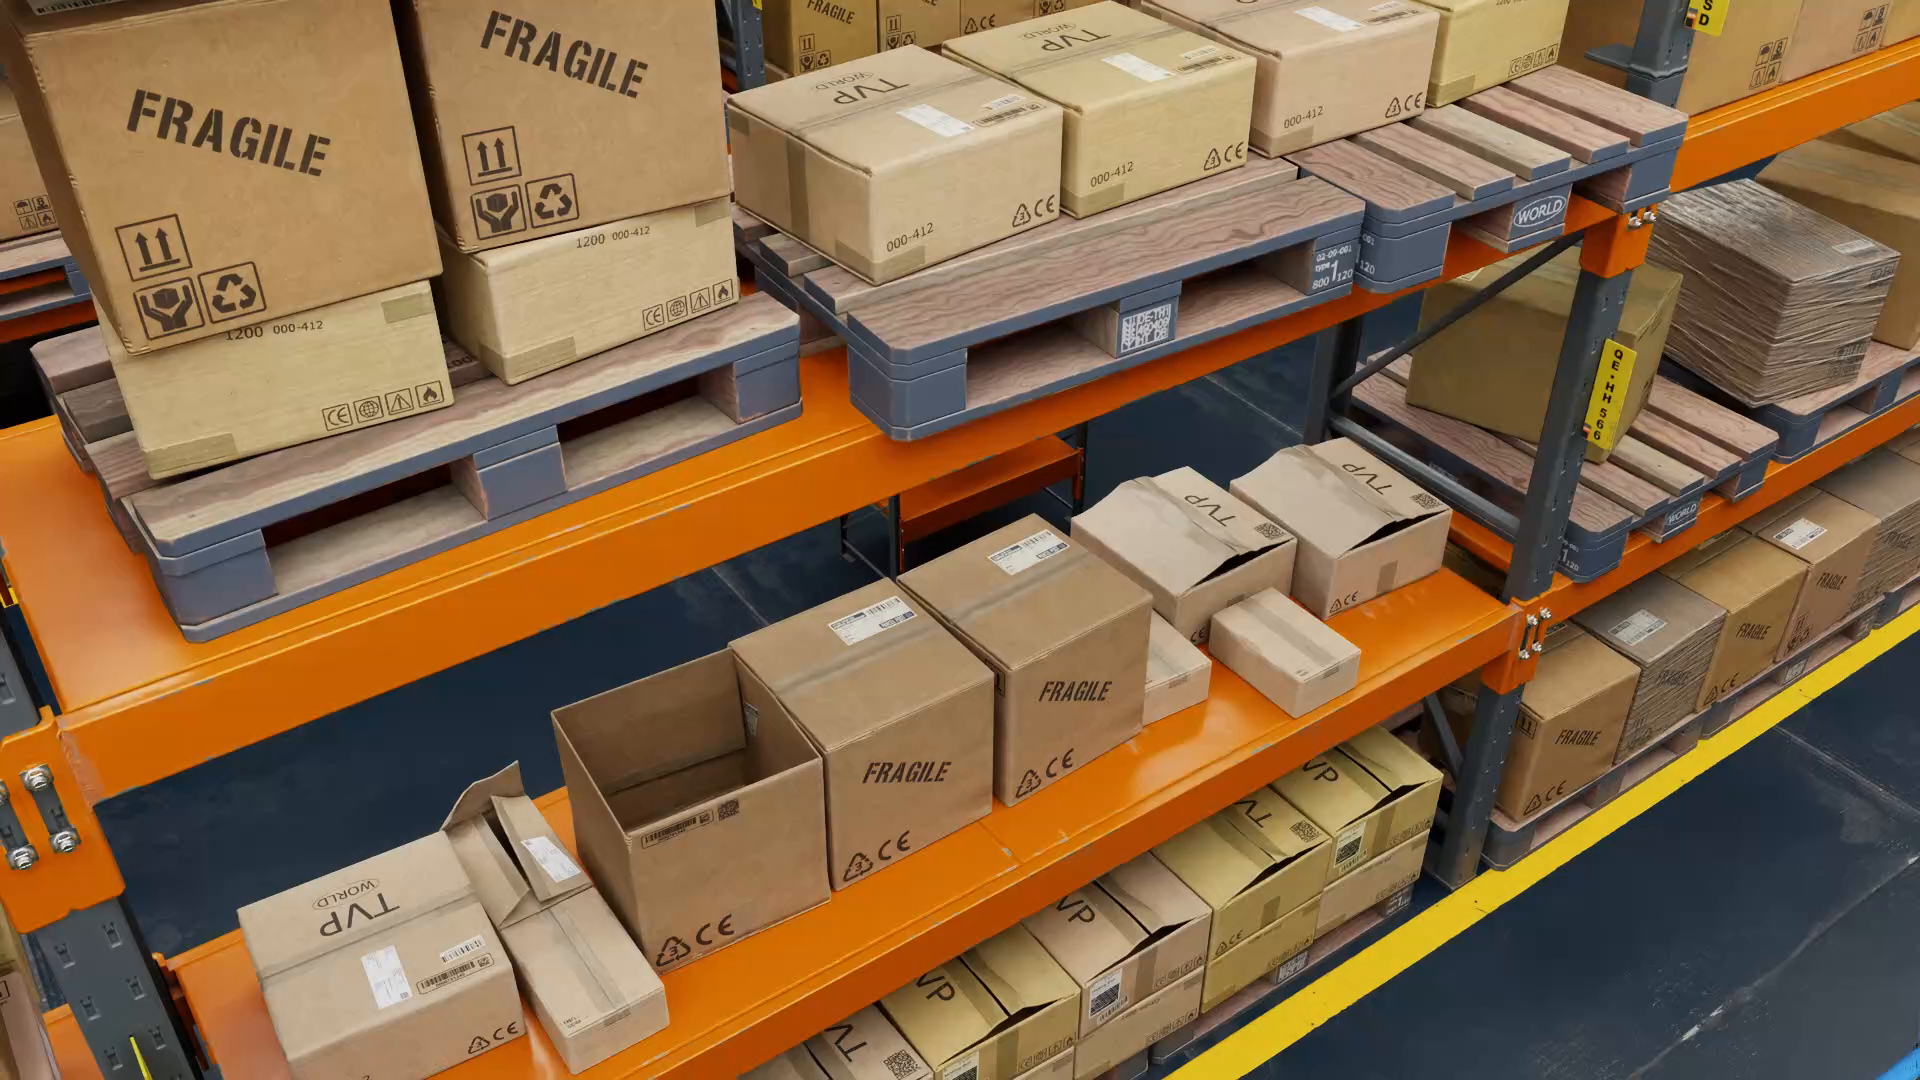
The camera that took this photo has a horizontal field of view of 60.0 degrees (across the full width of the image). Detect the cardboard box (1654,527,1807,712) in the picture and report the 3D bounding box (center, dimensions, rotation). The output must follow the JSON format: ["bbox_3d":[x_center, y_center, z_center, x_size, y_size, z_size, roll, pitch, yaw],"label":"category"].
[{"bbox_3d":[2.909,0.267,6.573,0.500,0.500,0.500,-23,42,-28],"label":"cardboard box"}]

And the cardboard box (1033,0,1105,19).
[{"bbox_3d":[0.484,-3.298,9.409,0.500,0.500,0.500,-21,41,-27],"label":"cardboard box"}]

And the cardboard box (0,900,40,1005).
[{"bbox_3d":[-2.066,0.832,3.383,0.250,0.149,0.380,-22,41,-28],"label":"cardboard box"}]

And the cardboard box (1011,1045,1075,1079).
[{"bbox_3d":[-0.005,1.549,5.022,0.500,0.250,0.500,-22,41,-27],"label":"cardboard box"}]

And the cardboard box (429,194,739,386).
[{"bbox_3d":[-0.778,-0.578,3.184,0.500,0.250,0.500,-27,44,-32],"label":"cardboard box"}]

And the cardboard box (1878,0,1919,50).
[{"bbox_3d":[2.714,-1.975,5.272,0.500,0.500,0.910,-22,41,-28],"label":"cardboard box"}]

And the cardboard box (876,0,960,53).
[{"bbox_3d":[-0.344,-2.953,8.929,0.500,0.500,0.500,-21,41,-26],"label":"cardboard box"}]

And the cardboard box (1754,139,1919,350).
[{"bbox_3d":[3.396,-1.140,6.321,0.700,0.500,0.500,26,43,32],"label":"cardboard box"}]

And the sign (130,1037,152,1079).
[{"bbox_3d":[-1.414,1.019,2.955,0.005,0.325,0.100,-22,41,-28],"label":"sign"}]

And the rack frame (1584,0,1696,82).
[{"bbox_3d":[1.535,-2.643,3.717,0.127,3.000,1.000,-22,41,-28],"label":"rack frame"}]

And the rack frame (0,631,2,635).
[{"bbox_3d":[-1.735,-1.297,1.847,0.127,3.000,1.000,-22,41,-28],"label":"rack frame"}]

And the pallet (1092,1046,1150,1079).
[{"bbox_3d":[-0.157,1.591,5.357,1.213,0.211,1.003,-22,41,-28],"label":"pallet"}]

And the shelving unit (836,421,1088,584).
[{"bbox_3d":[0.006,-0.459,7.425,1.048,1.125,0.538,-22,41,-28],"label":"shelving unit"}]

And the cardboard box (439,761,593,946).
[{"bbox_3d":[-1.122,0.809,4.171,0.258,0.266,0.396,-23,42,-29],"label":"cardboard box"}]

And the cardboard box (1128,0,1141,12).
[{"bbox_3d":[0.984,-3.244,9.889,0.250,0.149,0.380,-22,41,-28],"label":"cardboard box"}]

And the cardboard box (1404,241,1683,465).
[{"bbox_3d":[1.985,-0.684,5.687,0.700,0.500,0.500,23,41,28],"label":"cardboard box"}]

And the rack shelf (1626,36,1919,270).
[{"bbox_3d":[3.170,-1.806,5.739,4.000,0.370,1.077,-22,41,-28],"label":"rack shelf"}]

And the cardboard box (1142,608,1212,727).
[{"bbox_3d":[0.525,0.351,4.909,0.250,0.149,0.380,-19,40,-25],"label":"cardboard box"}]

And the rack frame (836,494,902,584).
[{"bbox_3d":[-0.410,-0.288,7.187,0.032,1.125,0.500,-22,41,-28],"label":"rack frame"}]

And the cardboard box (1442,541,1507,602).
[{"bbox_3d":[2.164,0.202,6.664,0.500,0.500,0.500,-21,41,-26],"label":"cardboard box"}]

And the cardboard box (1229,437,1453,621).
[{"bbox_3d":[1.213,-0.069,5.354,0.500,0.311,0.500,-20,40,-25],"label":"cardboard box"}]

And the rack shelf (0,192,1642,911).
[{"bbox_3d":[-0.100,-0.460,3.868,4.000,0.370,1.077,-22,41,-28],"label":"rack shelf"}]

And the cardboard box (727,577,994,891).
[{"bbox_3d":[-0.257,0.501,4.398,0.500,0.500,0.500,-22,41,-28],"label":"cardboard box"}]

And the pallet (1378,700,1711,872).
[{"bbox_3d":[2.167,0.692,6.607,1.213,0.211,1.003,-22,41,-28],"label":"pallet"}]

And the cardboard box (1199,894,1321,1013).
[{"bbox_3d":[0.826,1.207,5.498,0.500,0.250,0.500,-23,42,-28],"label":"cardboard box"}]

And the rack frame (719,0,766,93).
[{"bbox_3d":[-1.322,-2.570,8.755,0.127,3.000,1.000,-22,41,-28],"label":"rack frame"}]

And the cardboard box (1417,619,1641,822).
[{"bbox_3d":[2.072,0.612,6.094,0.500,0.500,0.500,-21,41,-26],"label":"cardboard box"}]

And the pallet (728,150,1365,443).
[{"bbox_3d":[0.119,-0.700,3.747,1.213,0.211,1.003,-20,40,-26],"label":"pallet"}]

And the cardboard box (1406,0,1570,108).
[{"bbox_3d":[1.197,-1.355,4.265,0.500,0.250,0.500,-26,43,-31],"label":"cardboard box"}]

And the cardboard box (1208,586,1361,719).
[{"bbox_3d":[0.959,0.329,4.938,0.250,0.149,0.380,-22,41,-28],"label":"cardboard box"}]

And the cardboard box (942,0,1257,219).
[{"bbox_3d":[0.304,-0.983,3.748,0.500,0.250,0.500,-23,42,-29],"label":"cardboard box"}]

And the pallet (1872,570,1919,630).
[{"bbox_3d":[4.162,-0.129,7.748,1.213,0.211,1.003,-22,41,-28],"label":"pallet"}]

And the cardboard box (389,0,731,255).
[{"bbox_3d":[-0.756,-0.885,2.969,0.500,0.500,0.500,-18,40,-24],"label":"cardboard box"}]

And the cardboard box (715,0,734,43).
[{"bbox_3d":[-1.087,-3.024,9.029,0.500,0.500,0.500,-22,41,-28],"label":"cardboard box"}]

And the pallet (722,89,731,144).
[{"bbox_3d":[-1.843,-2.202,8.407,1.003,0.211,1.213,-22,41,-28],"label":"pallet"}]

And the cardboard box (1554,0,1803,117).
[{"bbox_3d":[1.872,-1.628,4.790,0.500,0.500,0.910,-22,41,-28],"label":"cardboard box"}]

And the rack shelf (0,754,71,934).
[{"bbox_3d":[-3.369,0.885,1.997,4.000,0.370,1.077,-22,41,-28],"label":"rack shelf"}]

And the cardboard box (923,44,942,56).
[{"bbox_3d":[-0.308,-2.749,9.202,0.250,0.149,0.380,-23,42,-28],"label":"cardboard box"}]

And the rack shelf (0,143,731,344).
[{"bbox_3d":[-2.956,-1.605,8.029,4.000,0.370,1.077,-22,41,-28],"label":"rack shelf"}]

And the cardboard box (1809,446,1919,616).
[{"bbox_3d":[3.747,-0.083,7.060,0.500,0.500,0.500,-22,41,-27],"label":"cardboard box"}]

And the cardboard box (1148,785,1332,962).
[{"bbox_3d":[0.828,0.983,5.330,0.500,0.311,0.500,-23,42,-29],"label":"cardboard box"}]

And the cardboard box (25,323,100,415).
[{"bbox_3d":[-3.999,-0.644,7.840,0.500,0.500,0.700,-21,41,-26],"label":"cardboard box"}]

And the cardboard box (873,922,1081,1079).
[{"bbox_3d":[0.003,1.319,4.863,0.500,0.311,0.500,-21,41,-27],"label":"cardboard box"}]

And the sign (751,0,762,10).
[{"bbox_3d":[-1.001,-2.752,8.084,0.005,0.325,0.100,-22,41,-28],"label":"sign"}]

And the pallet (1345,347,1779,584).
[{"bbox_3d":[2.049,-0.391,5.889,1.003,0.211,1.213,-22,41,-28],"label":"pallet"}]

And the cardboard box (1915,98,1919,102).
[{"bbox_3d":[4.289,-1.711,7.115,0.700,0.500,0.500,22,41,28],"label":"cardboard box"}]
